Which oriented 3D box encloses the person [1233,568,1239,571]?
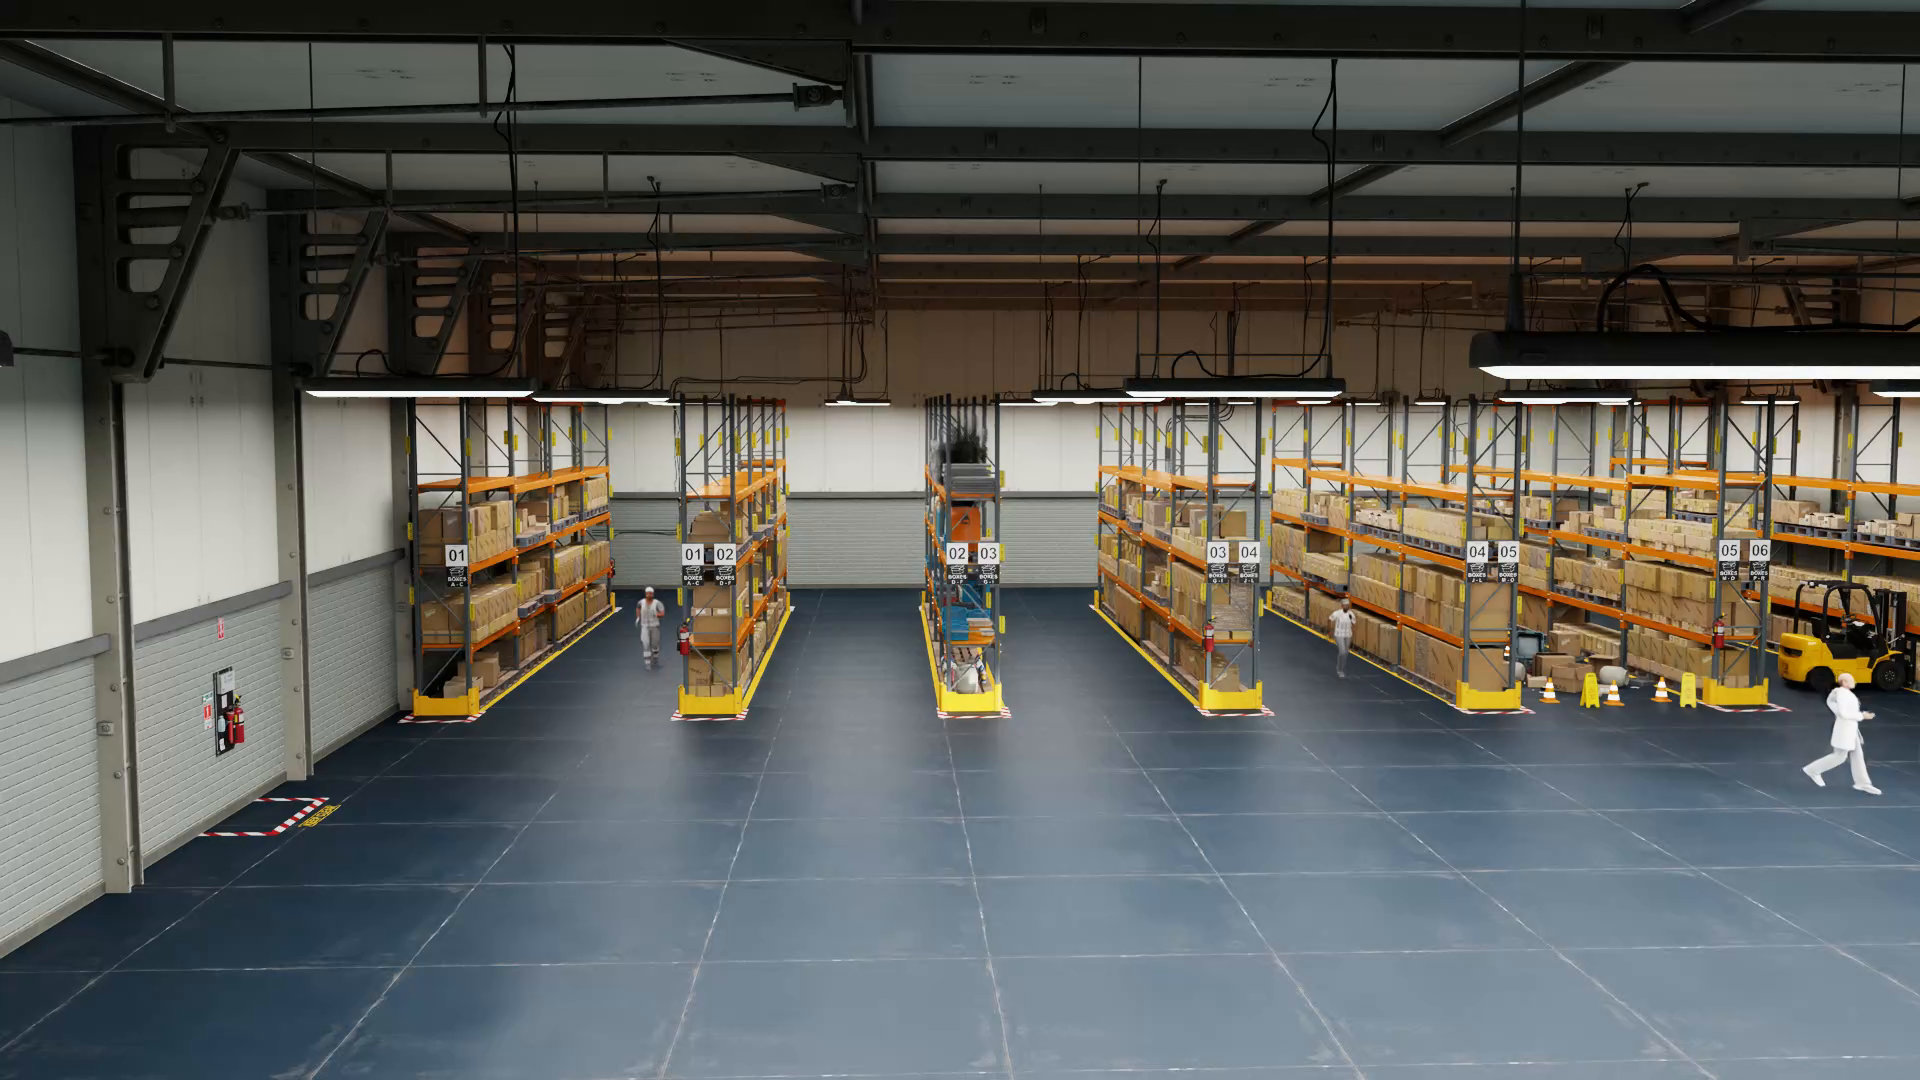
[{"bbox_3d":[7.973,1.094,47.958,0.581,1.662,0.894,3,6,35],"label":"person"}]

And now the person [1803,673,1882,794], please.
[{"bbox_3d":[13.176,2.862,24.719,0.994,1.781,0.710,3,5,33],"label":"person"}]

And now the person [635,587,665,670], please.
[{"bbox_3d":[-6.795,1.911,36.491,0.663,1.777,1.004,0,5,-3],"label":"person"}]

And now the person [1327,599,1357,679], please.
[{"bbox_3d":[8.164,2.092,35.394,0.536,1.726,0.788,-1,5,-12],"label":"person"}]
